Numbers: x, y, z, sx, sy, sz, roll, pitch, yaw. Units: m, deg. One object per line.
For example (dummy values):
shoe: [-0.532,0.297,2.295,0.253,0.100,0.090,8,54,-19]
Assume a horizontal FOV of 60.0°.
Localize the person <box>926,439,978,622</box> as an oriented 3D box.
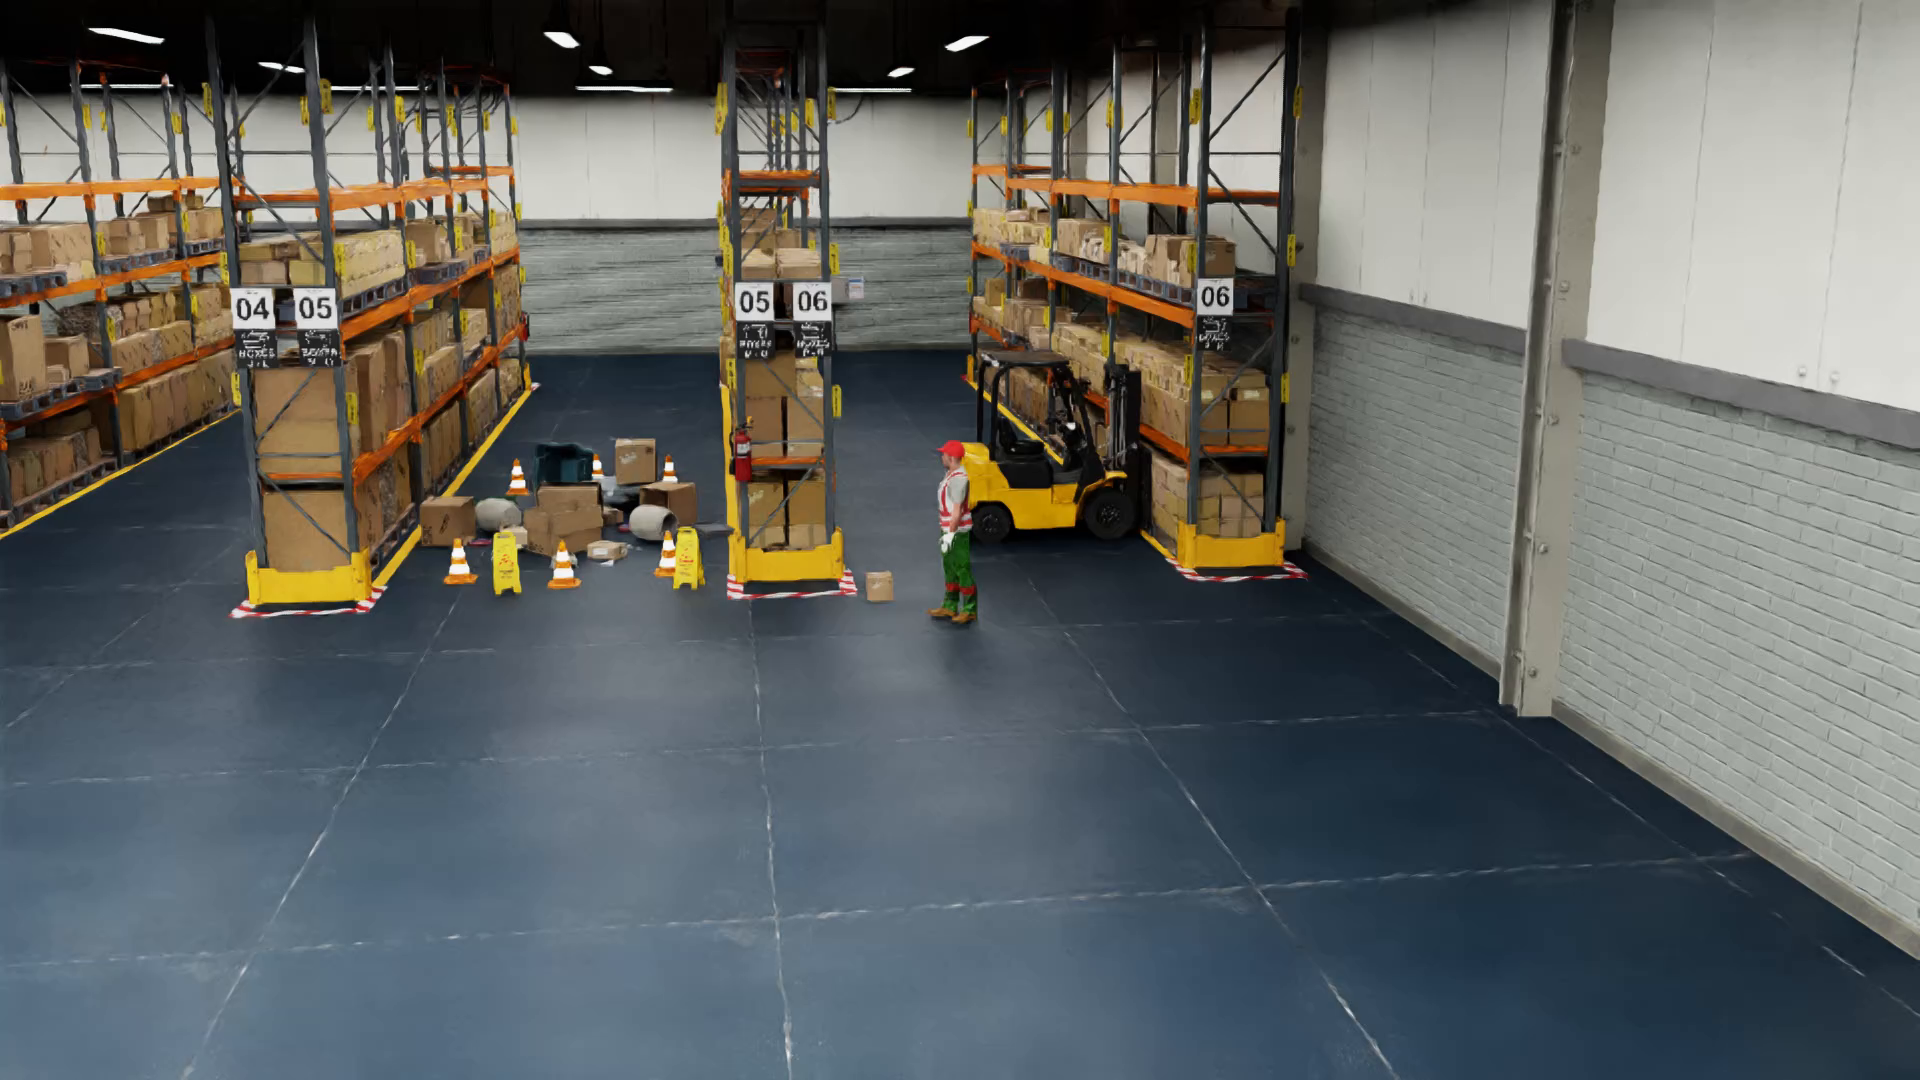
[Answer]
person: [-0.072,-0.093,16.244,0.487,1.795,0.605,-2,13,-8]
